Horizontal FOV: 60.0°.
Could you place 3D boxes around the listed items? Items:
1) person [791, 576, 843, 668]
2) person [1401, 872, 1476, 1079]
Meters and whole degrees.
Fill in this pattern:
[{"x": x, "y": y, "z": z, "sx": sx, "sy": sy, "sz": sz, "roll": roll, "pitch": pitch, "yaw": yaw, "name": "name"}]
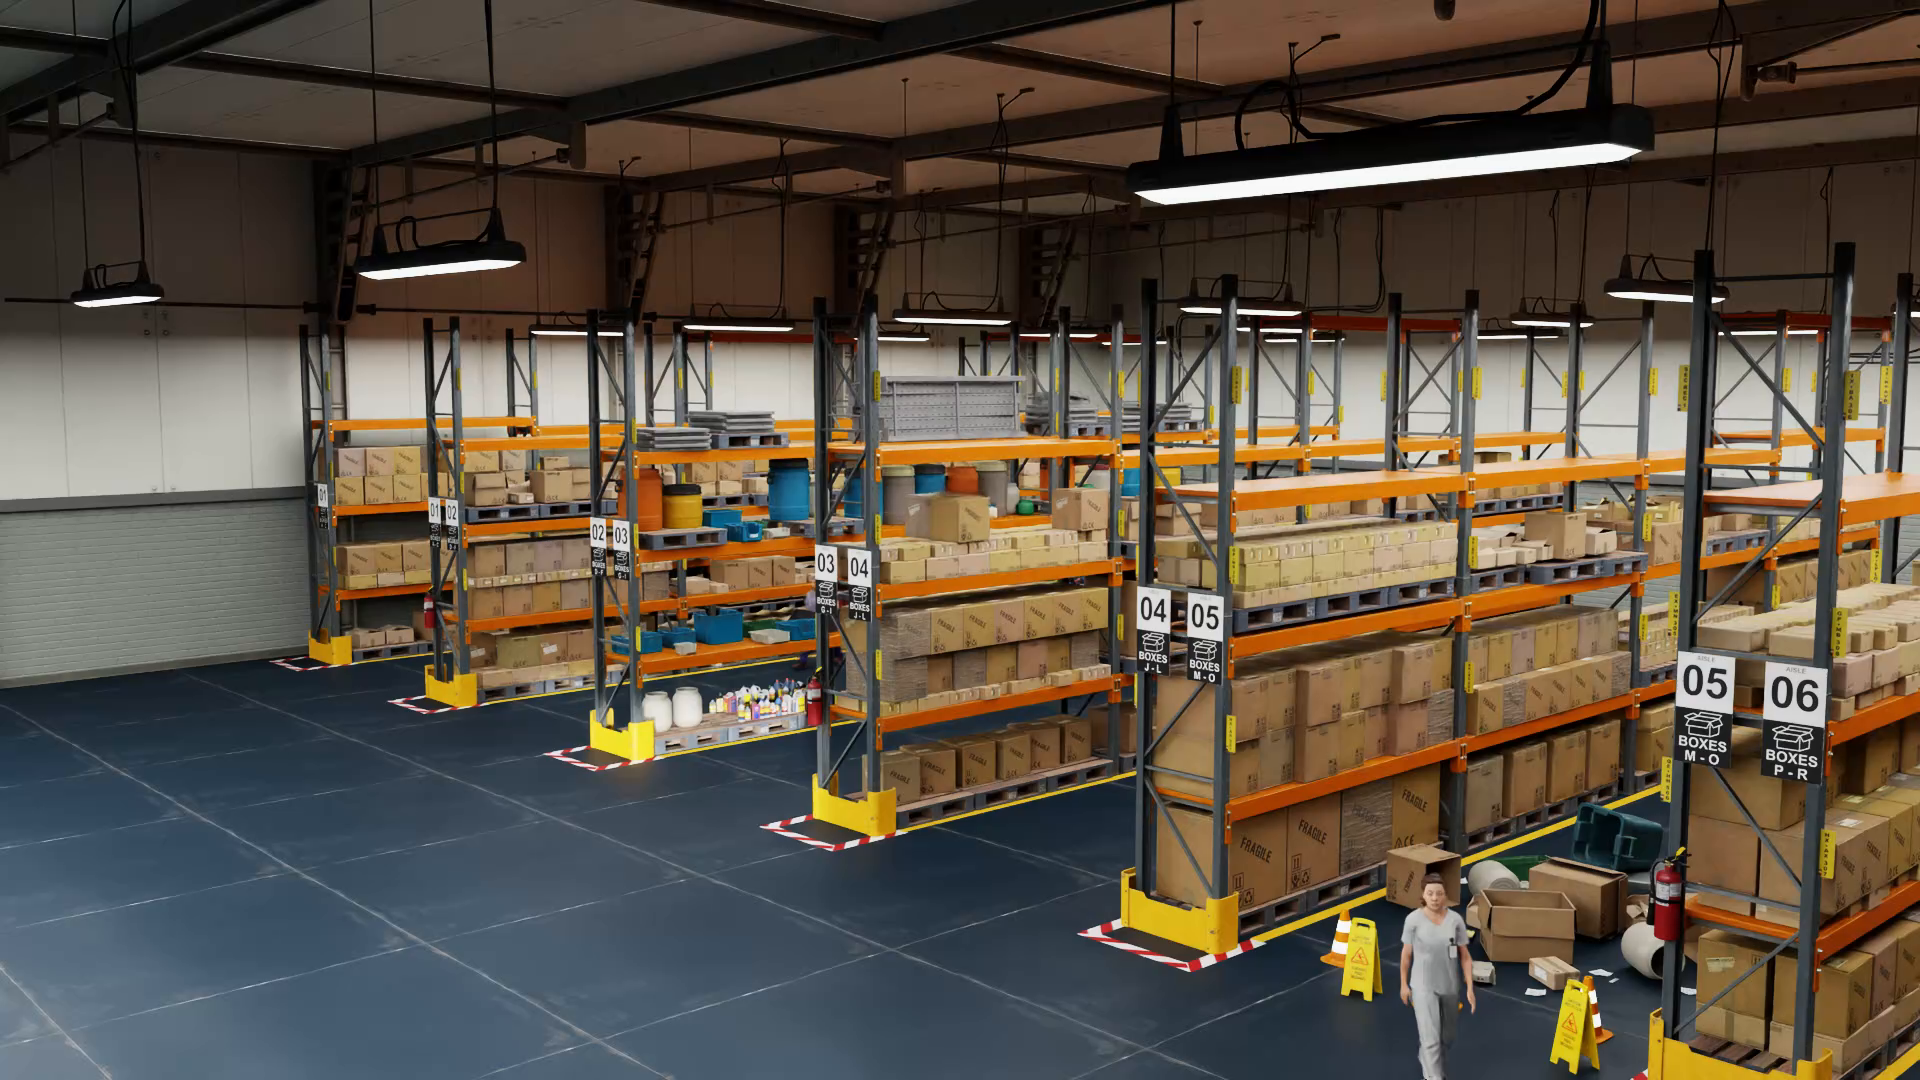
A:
[{"x": -2.507, "y": 1.434, "z": 29.083, "sx": 0.554, "sy": 1.565, "sz": 1.034, "roll": 6, "pitch": 8, "yaw": 44, "name": "person"}, {"x": 3.361, "y": 3.164, "z": 11.724, "sx": 0.462, "sy": 1.634, "sz": 0.965, "roll": 0, "pitch": 6, "yaw": -1, "name": "person"}]
